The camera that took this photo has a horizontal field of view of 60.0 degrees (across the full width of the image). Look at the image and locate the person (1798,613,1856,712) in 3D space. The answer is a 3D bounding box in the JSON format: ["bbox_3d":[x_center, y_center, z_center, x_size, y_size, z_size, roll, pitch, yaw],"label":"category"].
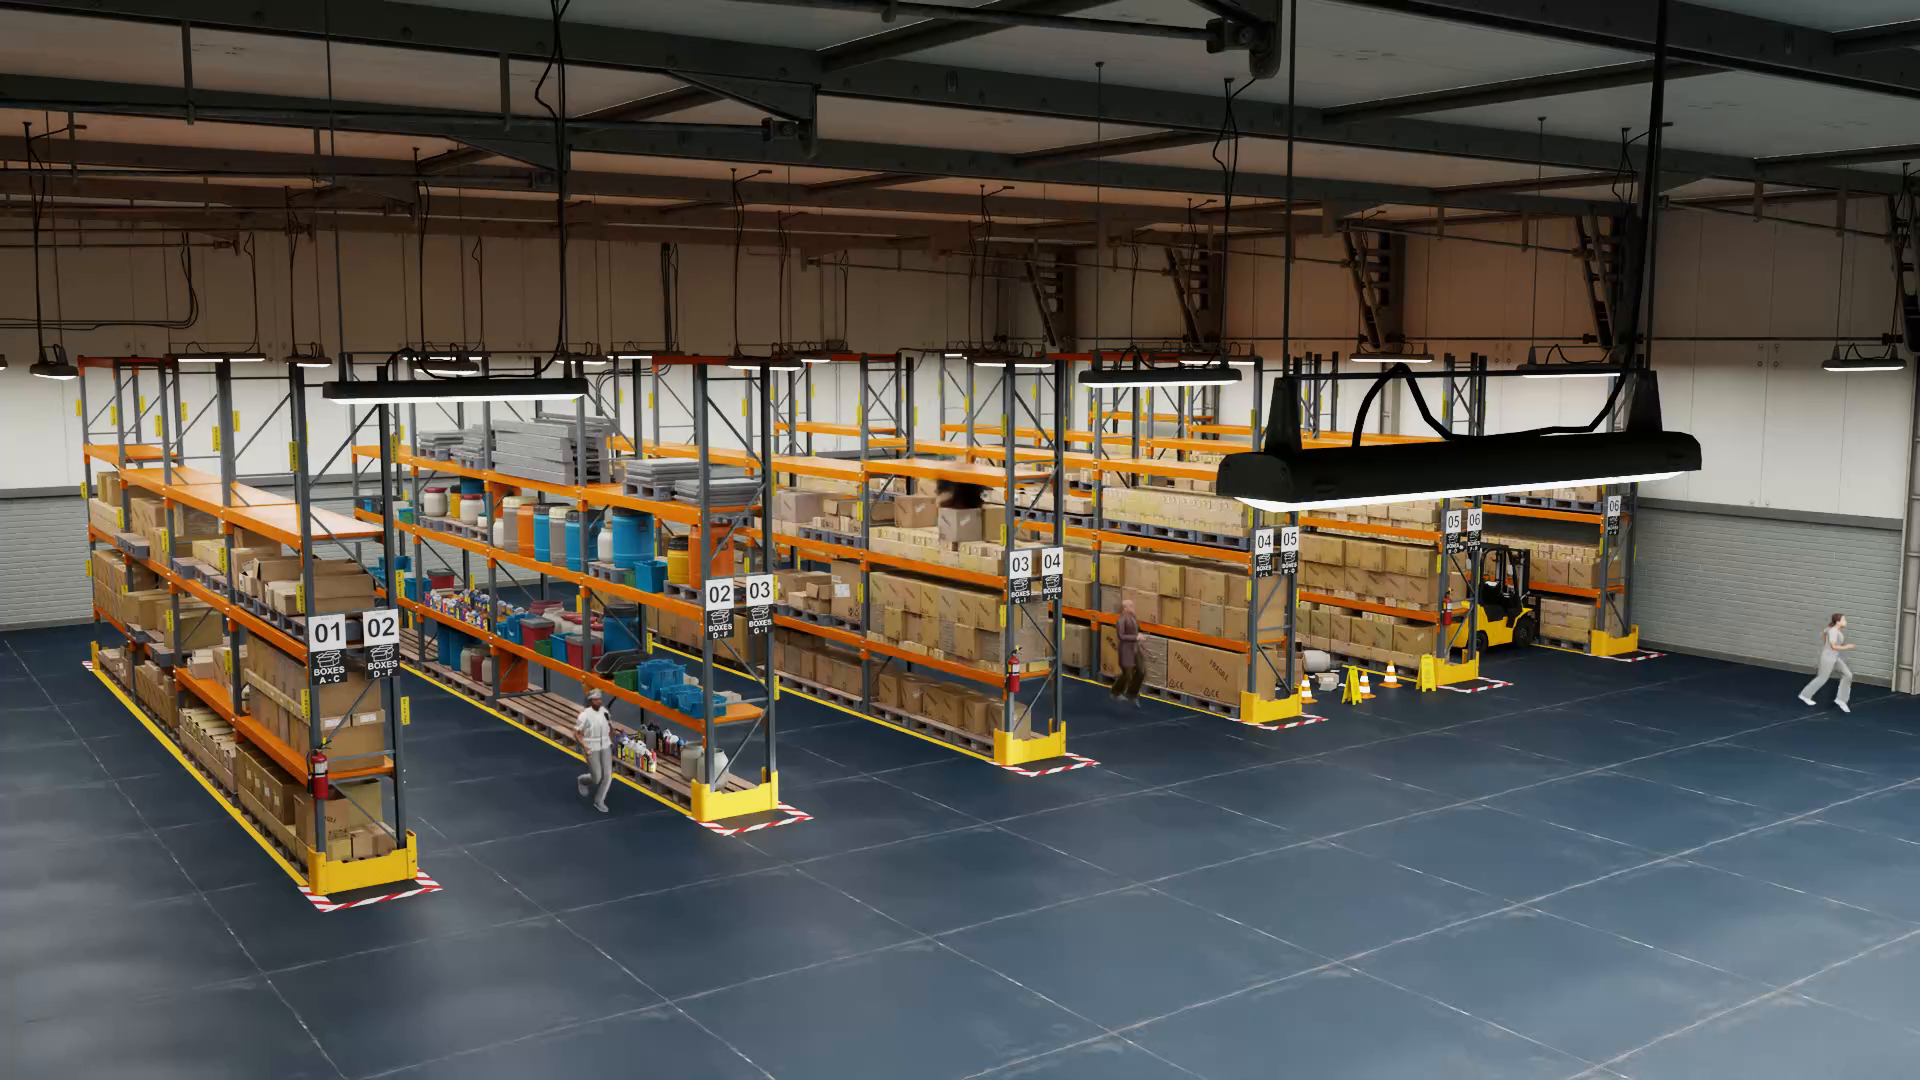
[{"bbox_3d":[14.817,2.072,28.404,0.839,1.703,0.586,5,9,37],"label":"person"}]

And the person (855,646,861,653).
[{"bbox_3d":[-1.933,1.525,32.564,0.705,1.727,0.661,-6,9,-42],"label":"person"}]

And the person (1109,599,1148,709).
[{"bbox_3d":[2.829,1.915,27.743,0.738,1.869,0.720,5,9,37],"label":"person"}]

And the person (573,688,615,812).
[{"bbox_3d":[-4.925,2.807,22.455,0.582,1.665,0.578,-6,9,-41],"label":"person"}]

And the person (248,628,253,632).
[{"bbox_3d":[-13.340,1.710,31.697,0.540,1.589,0.592,-6,9,-43],"label":"person"}]
